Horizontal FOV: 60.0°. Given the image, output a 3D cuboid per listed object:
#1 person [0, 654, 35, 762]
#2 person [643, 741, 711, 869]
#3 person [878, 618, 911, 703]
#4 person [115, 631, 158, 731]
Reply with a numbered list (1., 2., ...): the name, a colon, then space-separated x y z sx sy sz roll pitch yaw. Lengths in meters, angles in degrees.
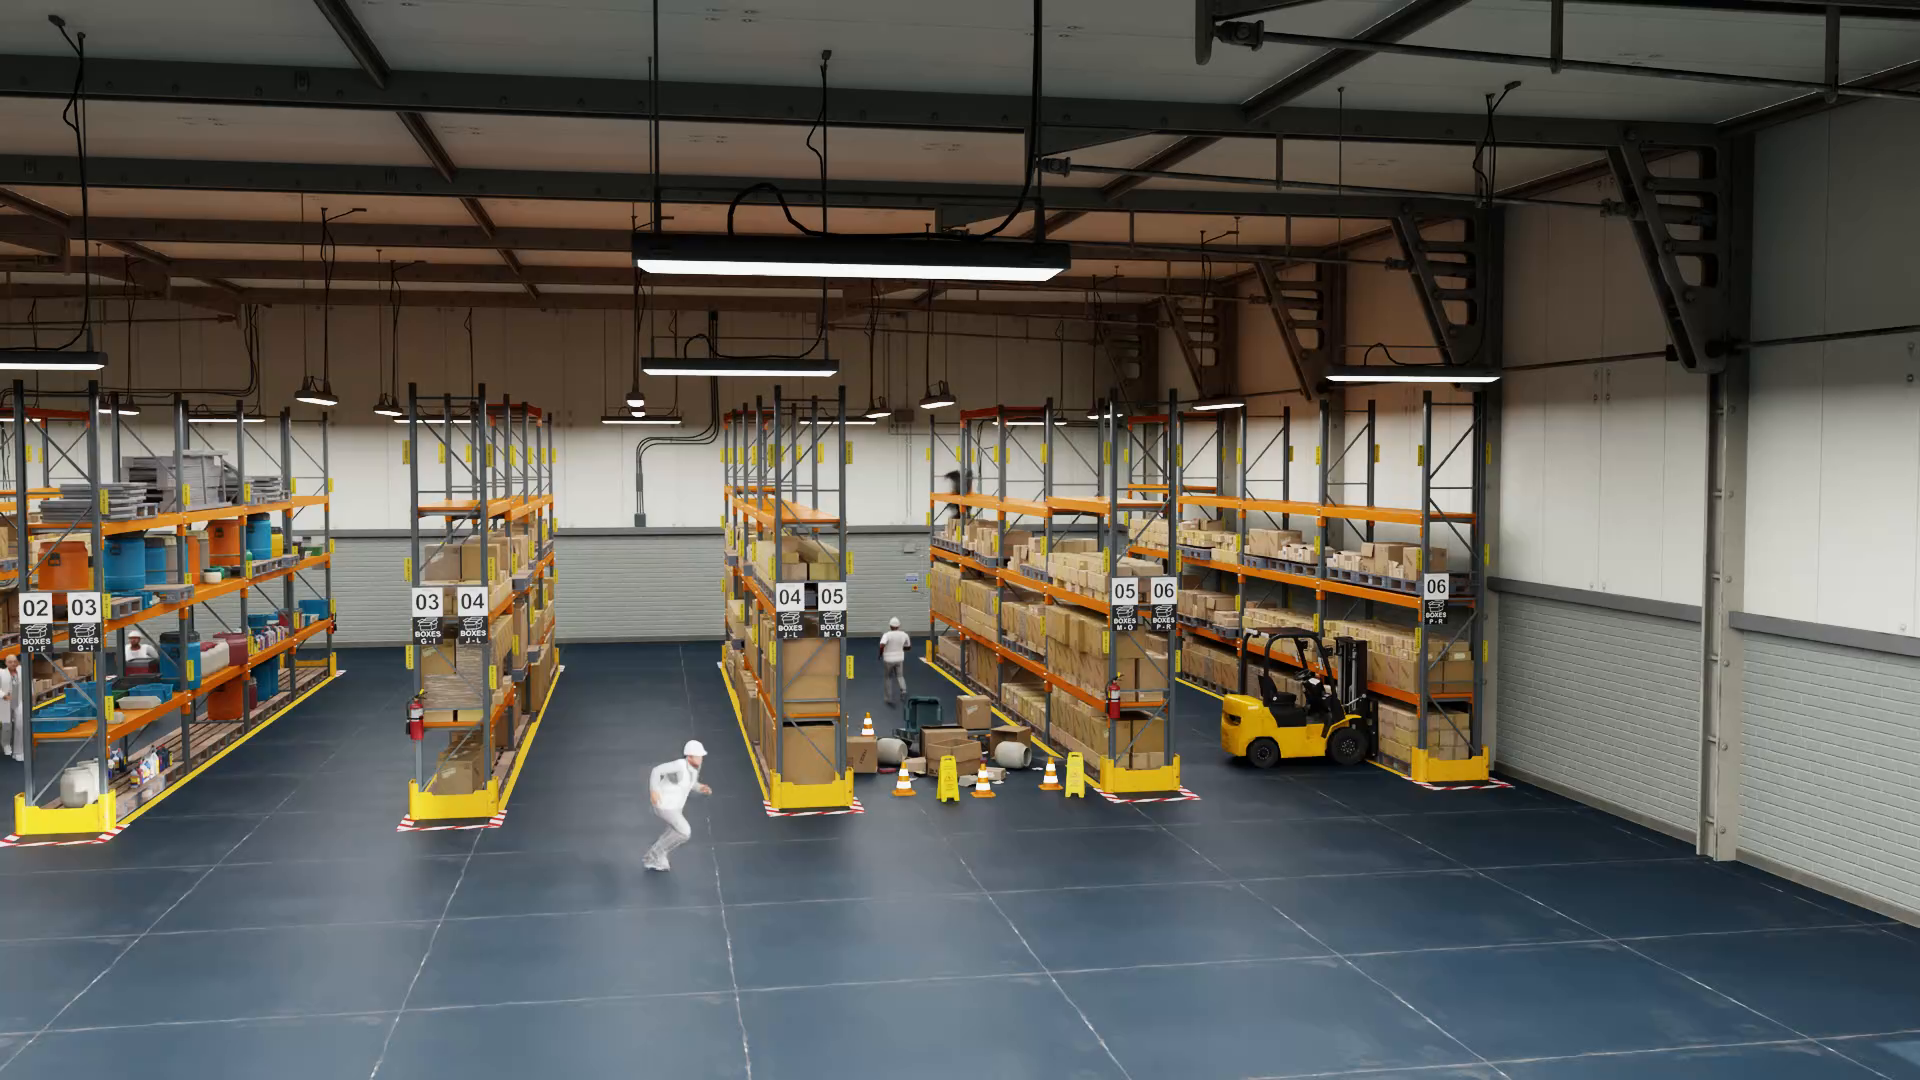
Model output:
1. person: -15.649 2.738 27.412 0.690 1.749 1.011 -2 4 -37
2. person: -3.417 3.185 19.870 0.907 1.599 0.688 1 3 21
3. person: -1.325 2.428 33.421 0.716 1.747 0.931 -1 3 -19
4. person: -15.107 2.570 30.529 0.772 1.830 0.797 -1 3 -17
